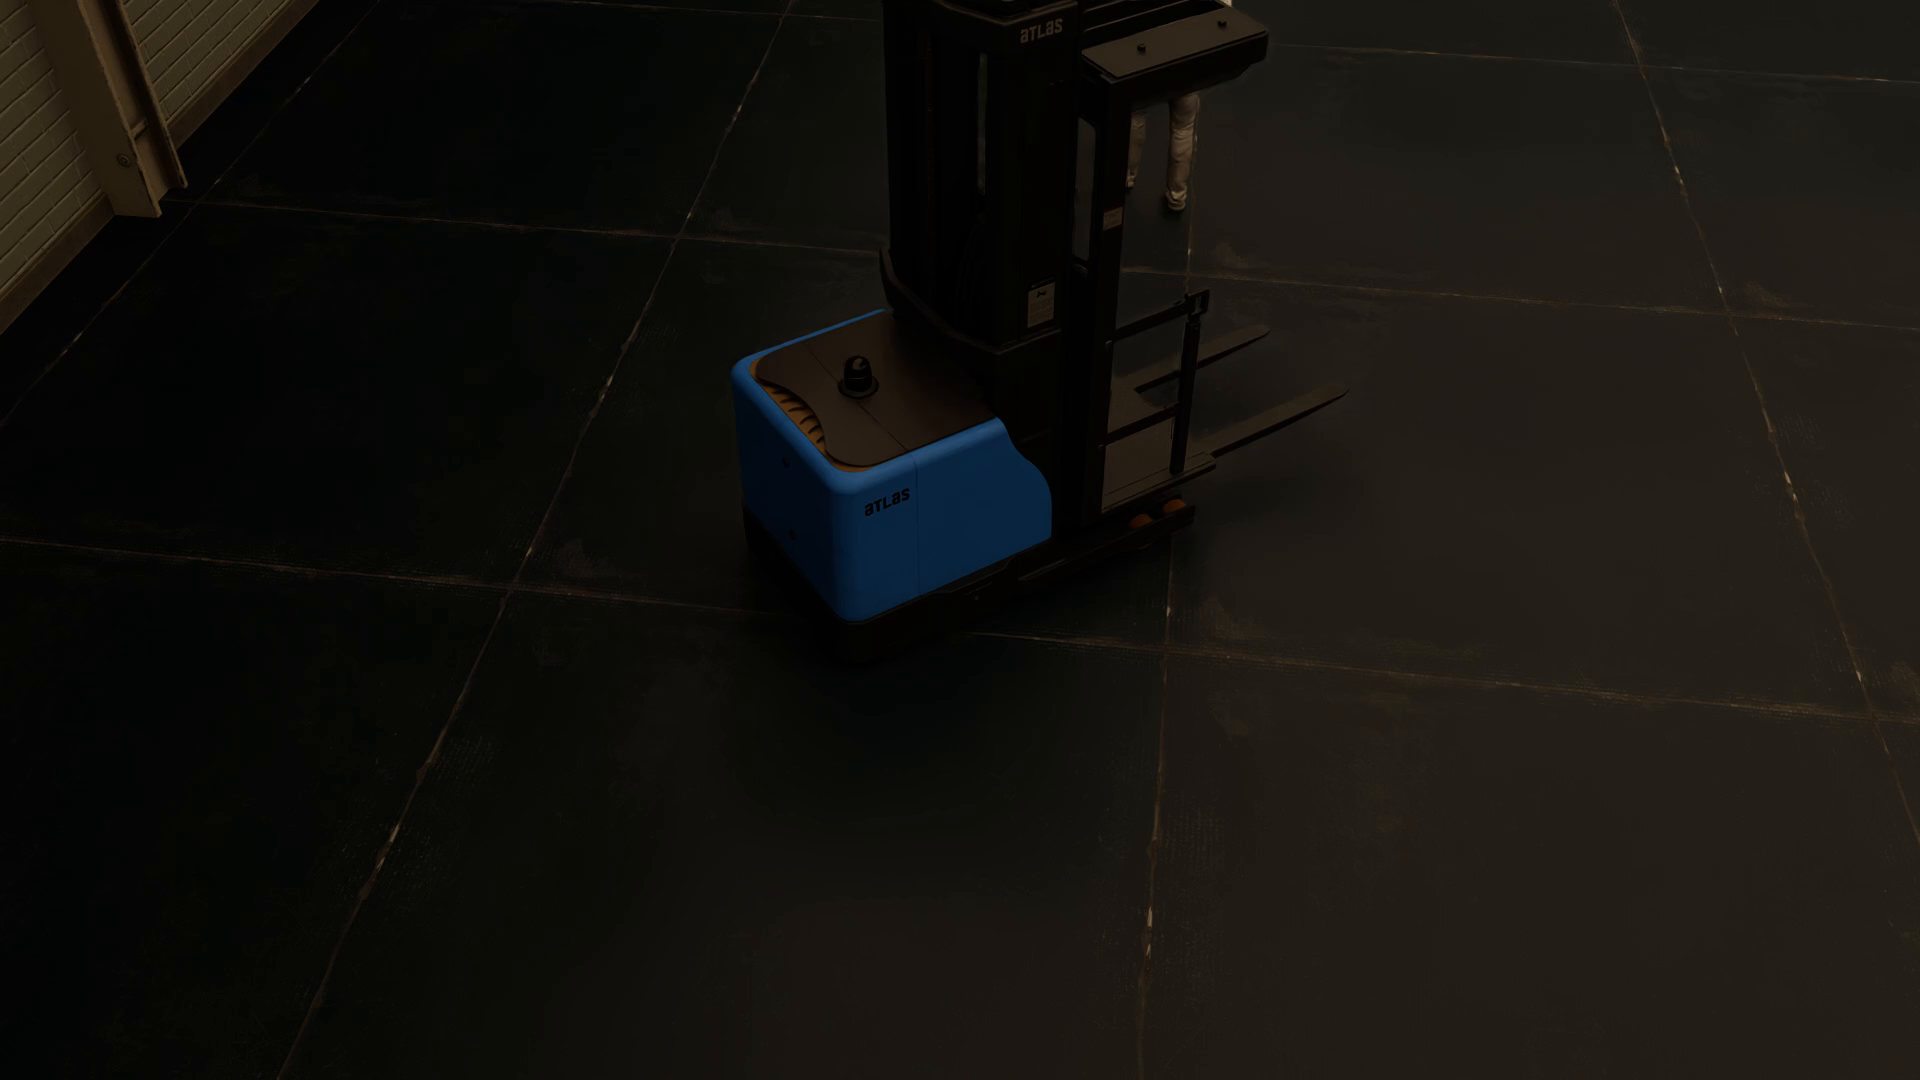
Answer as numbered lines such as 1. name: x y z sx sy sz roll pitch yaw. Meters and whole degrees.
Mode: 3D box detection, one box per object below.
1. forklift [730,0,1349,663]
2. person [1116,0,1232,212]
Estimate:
1. forklift: 0.514 -1.316 7.157 3.031 2.935 1.130 -23 47 -23
2. person: 1.206 -2.772 9.658 0.663 1.801 0.538 0 43 0
